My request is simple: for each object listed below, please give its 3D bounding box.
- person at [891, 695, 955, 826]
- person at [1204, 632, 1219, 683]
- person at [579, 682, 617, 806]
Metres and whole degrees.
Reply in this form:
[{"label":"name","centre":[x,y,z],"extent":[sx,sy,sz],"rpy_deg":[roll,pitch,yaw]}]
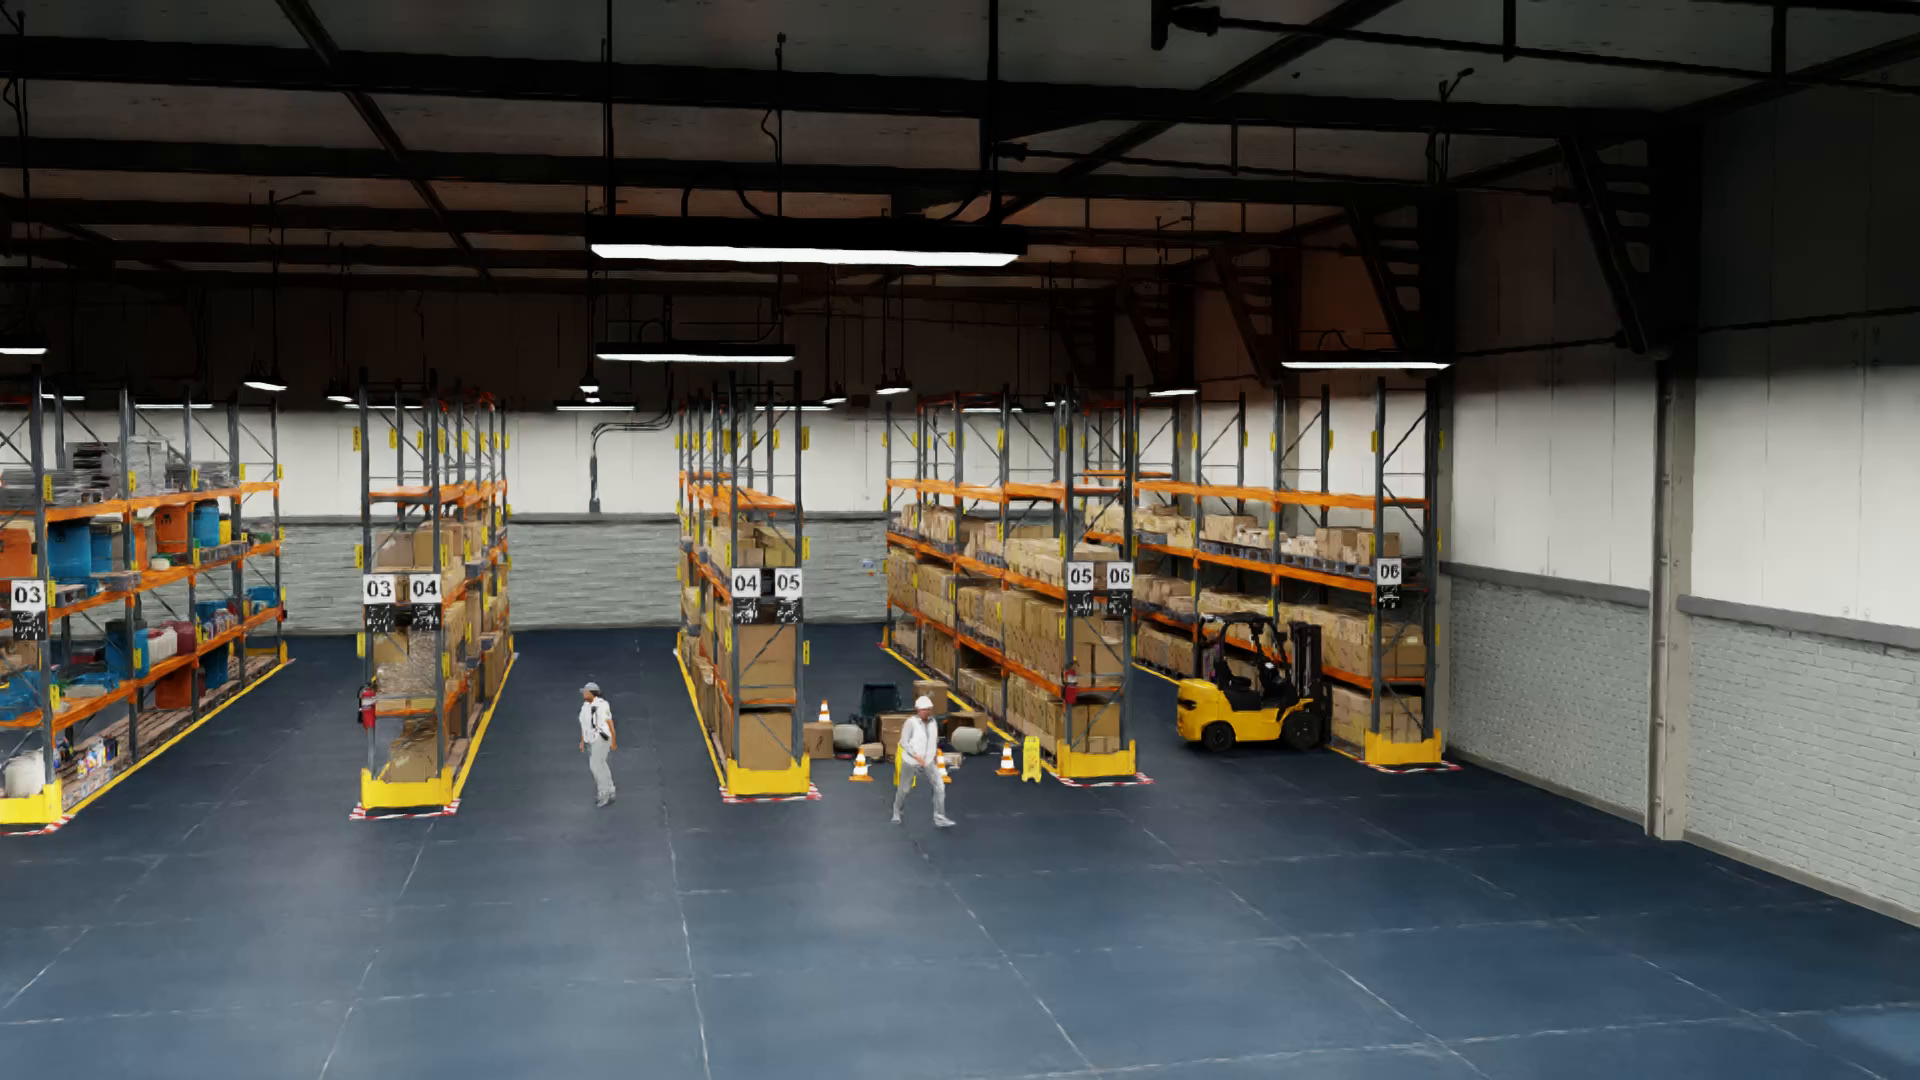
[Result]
[{"label":"person","centre":[-0.527,2.853,21.627],"extent":[0.675,1.715,0.842],"rpy_deg":[-2,4,-29]},{"label":"person","centre":[4.503,2.482,29.648],"extent":[0.532,1.481,0.536],"rpy_deg":[1,4,15]},{"label":"person","centre":[-5.010,2.807,23.105],"extent":[0.490,1.676,0.600],"rpy_deg":[-3,5,-45]}]
